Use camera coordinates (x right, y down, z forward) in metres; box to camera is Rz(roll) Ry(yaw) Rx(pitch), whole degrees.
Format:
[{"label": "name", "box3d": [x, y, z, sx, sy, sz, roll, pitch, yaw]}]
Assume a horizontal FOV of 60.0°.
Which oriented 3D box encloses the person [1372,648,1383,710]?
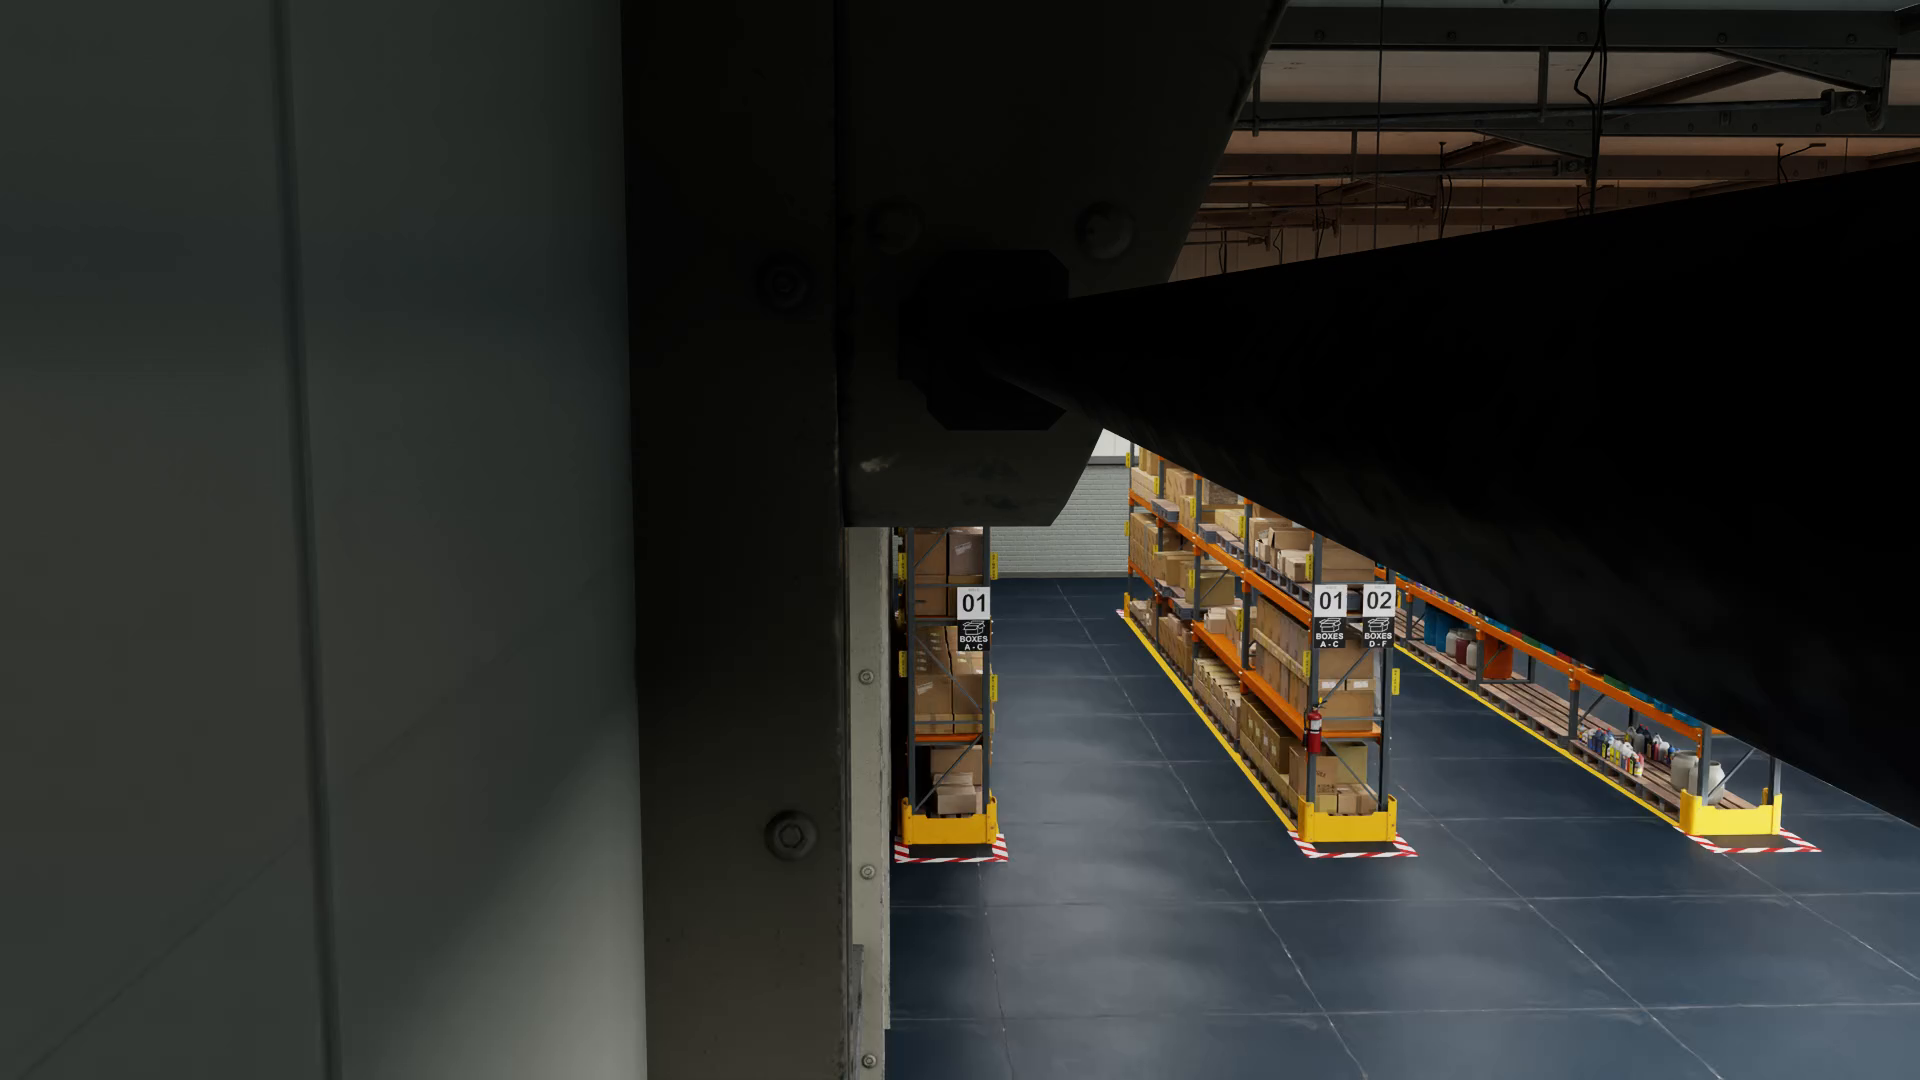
[{"label": "person", "box3d": [6.728, 1.986, 27.433, 0.593, 1.563, 0.892, 0, 7, -3]}]
